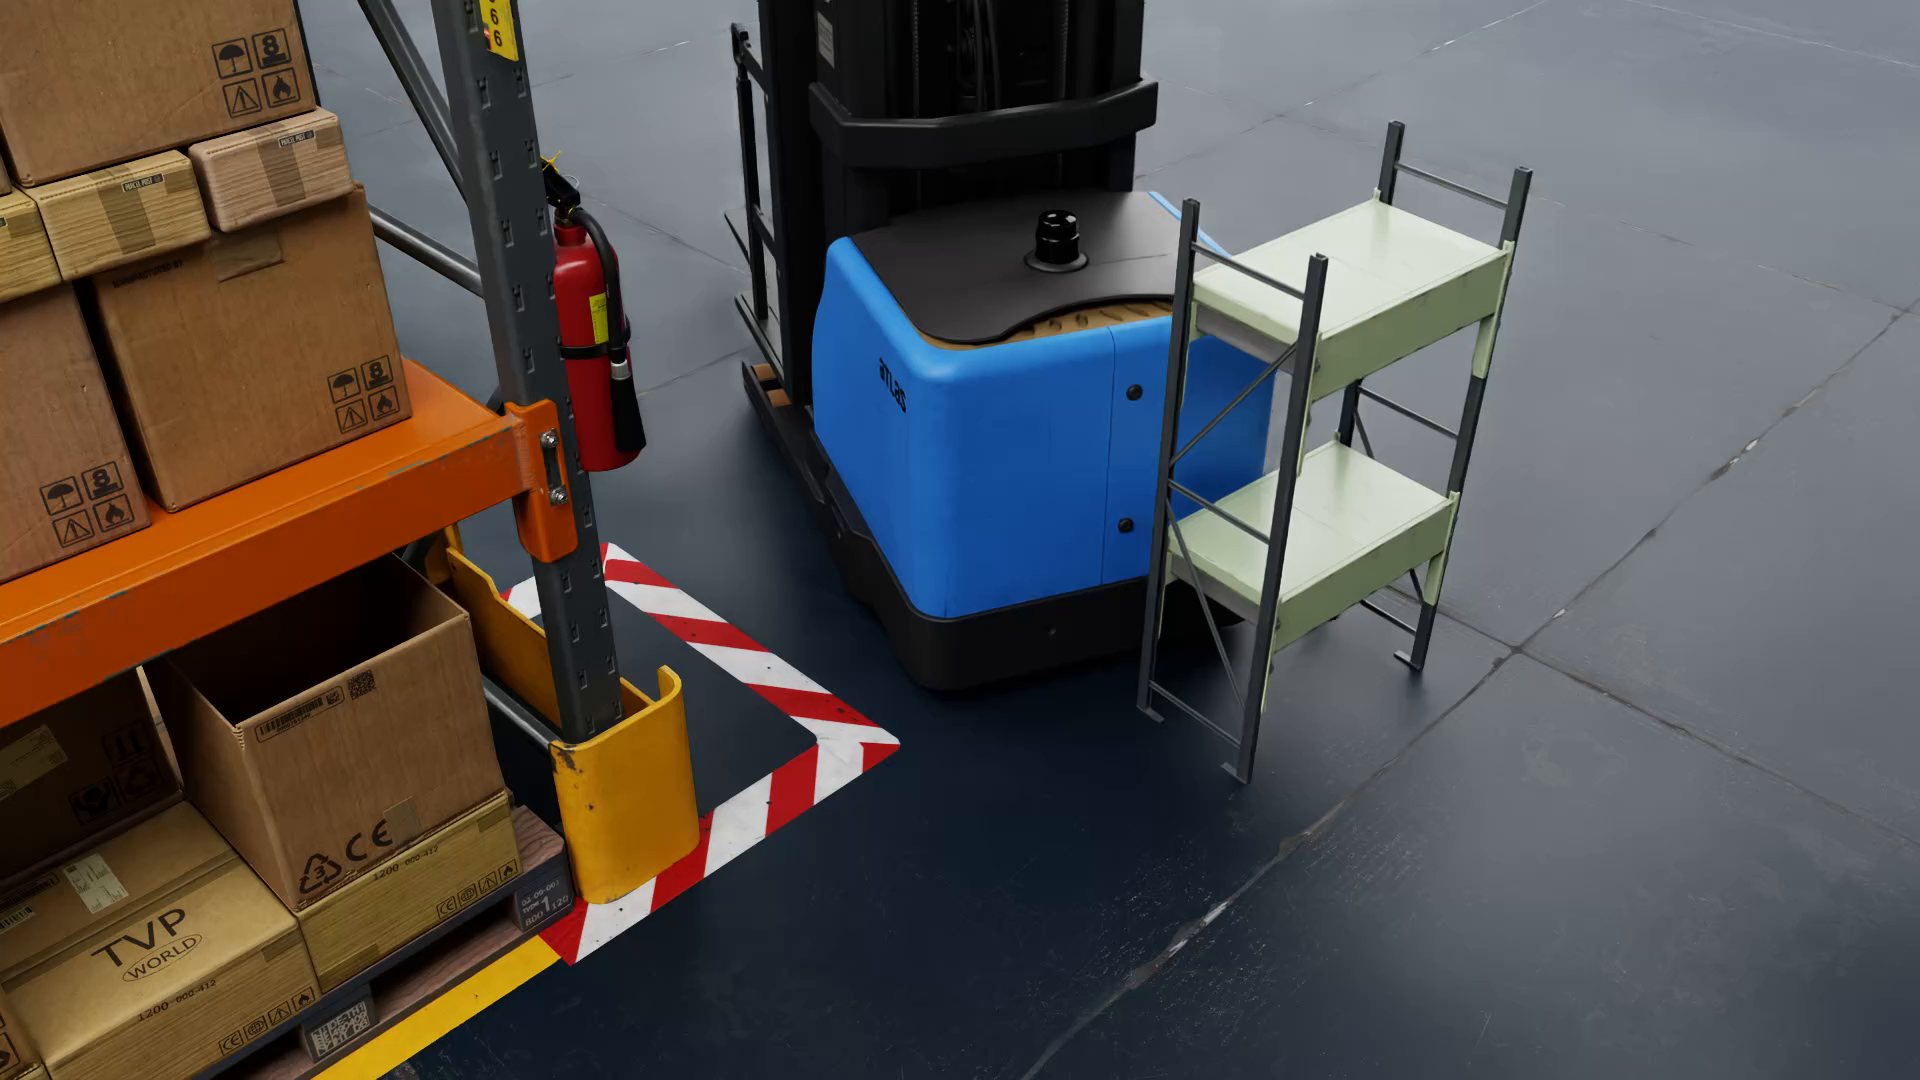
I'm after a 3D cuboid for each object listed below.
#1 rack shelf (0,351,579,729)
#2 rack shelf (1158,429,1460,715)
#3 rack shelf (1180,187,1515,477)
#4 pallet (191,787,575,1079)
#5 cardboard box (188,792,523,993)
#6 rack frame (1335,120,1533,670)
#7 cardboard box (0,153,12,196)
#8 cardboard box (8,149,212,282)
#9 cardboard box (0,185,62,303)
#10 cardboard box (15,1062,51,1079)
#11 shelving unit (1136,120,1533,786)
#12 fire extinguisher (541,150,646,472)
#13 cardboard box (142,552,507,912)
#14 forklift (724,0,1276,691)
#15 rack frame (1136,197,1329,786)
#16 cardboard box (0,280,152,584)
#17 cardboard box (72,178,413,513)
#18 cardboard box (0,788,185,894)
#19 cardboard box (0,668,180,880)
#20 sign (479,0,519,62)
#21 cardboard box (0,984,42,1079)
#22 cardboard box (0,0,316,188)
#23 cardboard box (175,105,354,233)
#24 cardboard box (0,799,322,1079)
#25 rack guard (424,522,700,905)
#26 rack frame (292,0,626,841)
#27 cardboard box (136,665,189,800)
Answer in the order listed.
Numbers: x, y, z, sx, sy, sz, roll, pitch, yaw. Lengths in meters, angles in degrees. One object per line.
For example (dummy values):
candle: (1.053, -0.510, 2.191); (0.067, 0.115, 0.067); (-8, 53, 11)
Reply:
rack shelf: (-2.586, 0.473, 2.579); (1.077, 0.370, 4.000); (30, 45, 35)
rack shelf: (0.906, 0.067, 4.408); (0.720, 0.370, 0.431); (-26, 43, -32)
rack shelf: (0.911, -0.517, 3.993); (0.720, 0.370, 0.431); (-26, 43, -32)
pallet: (-1.686, 0.837, 3.866); (1.003, 0.211, 1.213); (30, 45, 35)
cardboard box: (-1.345, 0.658, 3.721); (0.500, 0.250, 0.500); (30, 45, 35)
rack frame: (1.188, -0.334, 4.413); (0.023, 1.500, 0.400); (-26, 43, -32)
cardboard box: (-1.919, -0.786, 2.533); (0.700, 0.500, 0.500); (28, 44, 34)
cardboard box: (-1.494, -0.603, 2.838); (0.250, 0.149, 0.380); (-29, 44, -35)
cardboard box: (-1.675, -0.499, 2.689); (0.380, 0.149, 0.250); (29, 44, 35)
cardboard box: (-2.040, 1.069, 3.131); (0.500, 0.250, 0.500); (30, 45, 35)
shelving unit: (0.908, -0.199, 4.219); (0.755, 1.500, 0.431); (-26, 43, -32)
fire extinguisher: (-0.764, -0.463, 3.360); (0.296, 0.674, 0.183); (30, 45, 35)
cardboard box: (-1.344, 0.351, 3.505); (0.500, 0.500, 0.500); (30, 45, 35)
forklift: (-0.127, -1.631, 5.026); (1.130, 2.935, 3.031); (-12, 37, -16)
rack frame: (0.628, -0.064, 4.026); (0.023, 1.500, 0.400); (-26, 43, -32)
cardboard box: (-1.882, -0.276, 2.936); (0.500, 0.500, 0.700); (-29, 44, -35)
cardboard box: (-1.515, -0.491, 3.245); (0.700, 0.500, 0.500); (30, 45, 35)
cardboard box: (-2.062, 0.654, 3.727); (0.500, 0.250, 0.500); (30, 45, 35)
cardboard box: (-2.064, 0.345, 3.514); (0.500, 0.500, 0.500); (30, 45, 35)
sign: (-0.802, -0.982, 2.817); (0.100, 0.325, 0.005); (30, 45, 35)
cardboard box: (-2.038, 0.763, 2.915); (0.500, 0.500, 0.500); (30, 45, 35)
cardboard box: (-1.552, -1.002, 2.843); (0.500, 0.500, 0.700); (-30, 45, -35)
cardboard box: (-1.311, -0.710, 2.991); (0.380, 0.149, 0.250); (29, 44, 35)
cardboard box: (-1.689, 0.866, 3.423); (0.500, 0.250, 0.500); (30, 45, 35)
rack guard: (-1.160, 0.381, 4.267); (1.175, 0.500, 0.348); (30, 45, 35)
rack frame: (-1.177, -0.634, 3.538); (1.000, 3.000, 0.127); (30, 45, 35)
cardboard box: (-1.713, 0.449, 4.020); (0.500, 0.250, 0.500); (30, 45, 35)
